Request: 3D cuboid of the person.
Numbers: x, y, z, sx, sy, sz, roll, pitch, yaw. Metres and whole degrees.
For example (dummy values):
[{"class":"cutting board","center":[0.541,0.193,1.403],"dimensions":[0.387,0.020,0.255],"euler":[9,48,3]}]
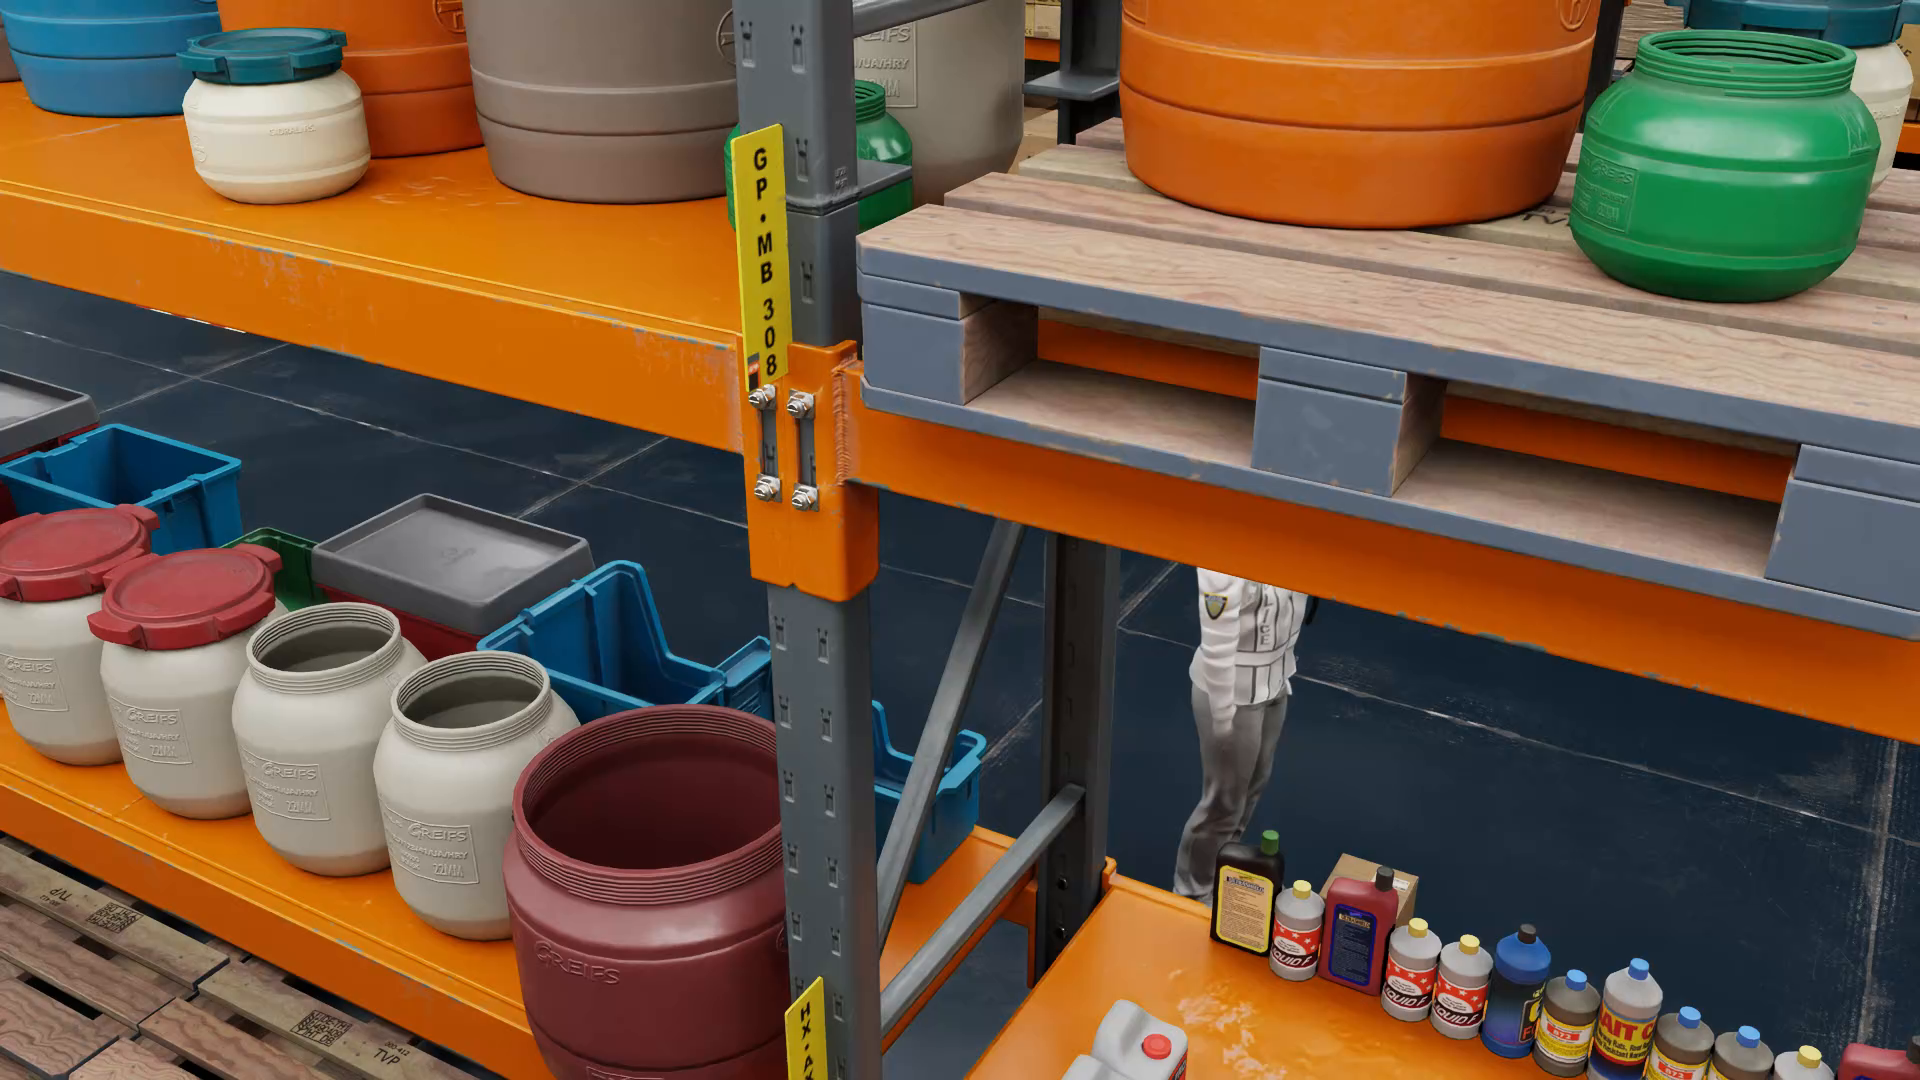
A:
[{"class":"person","center":[0.895,0.461,5.193],"dimensions":[0.331,1.672,0.466],"euler":[15,30,27]}]
